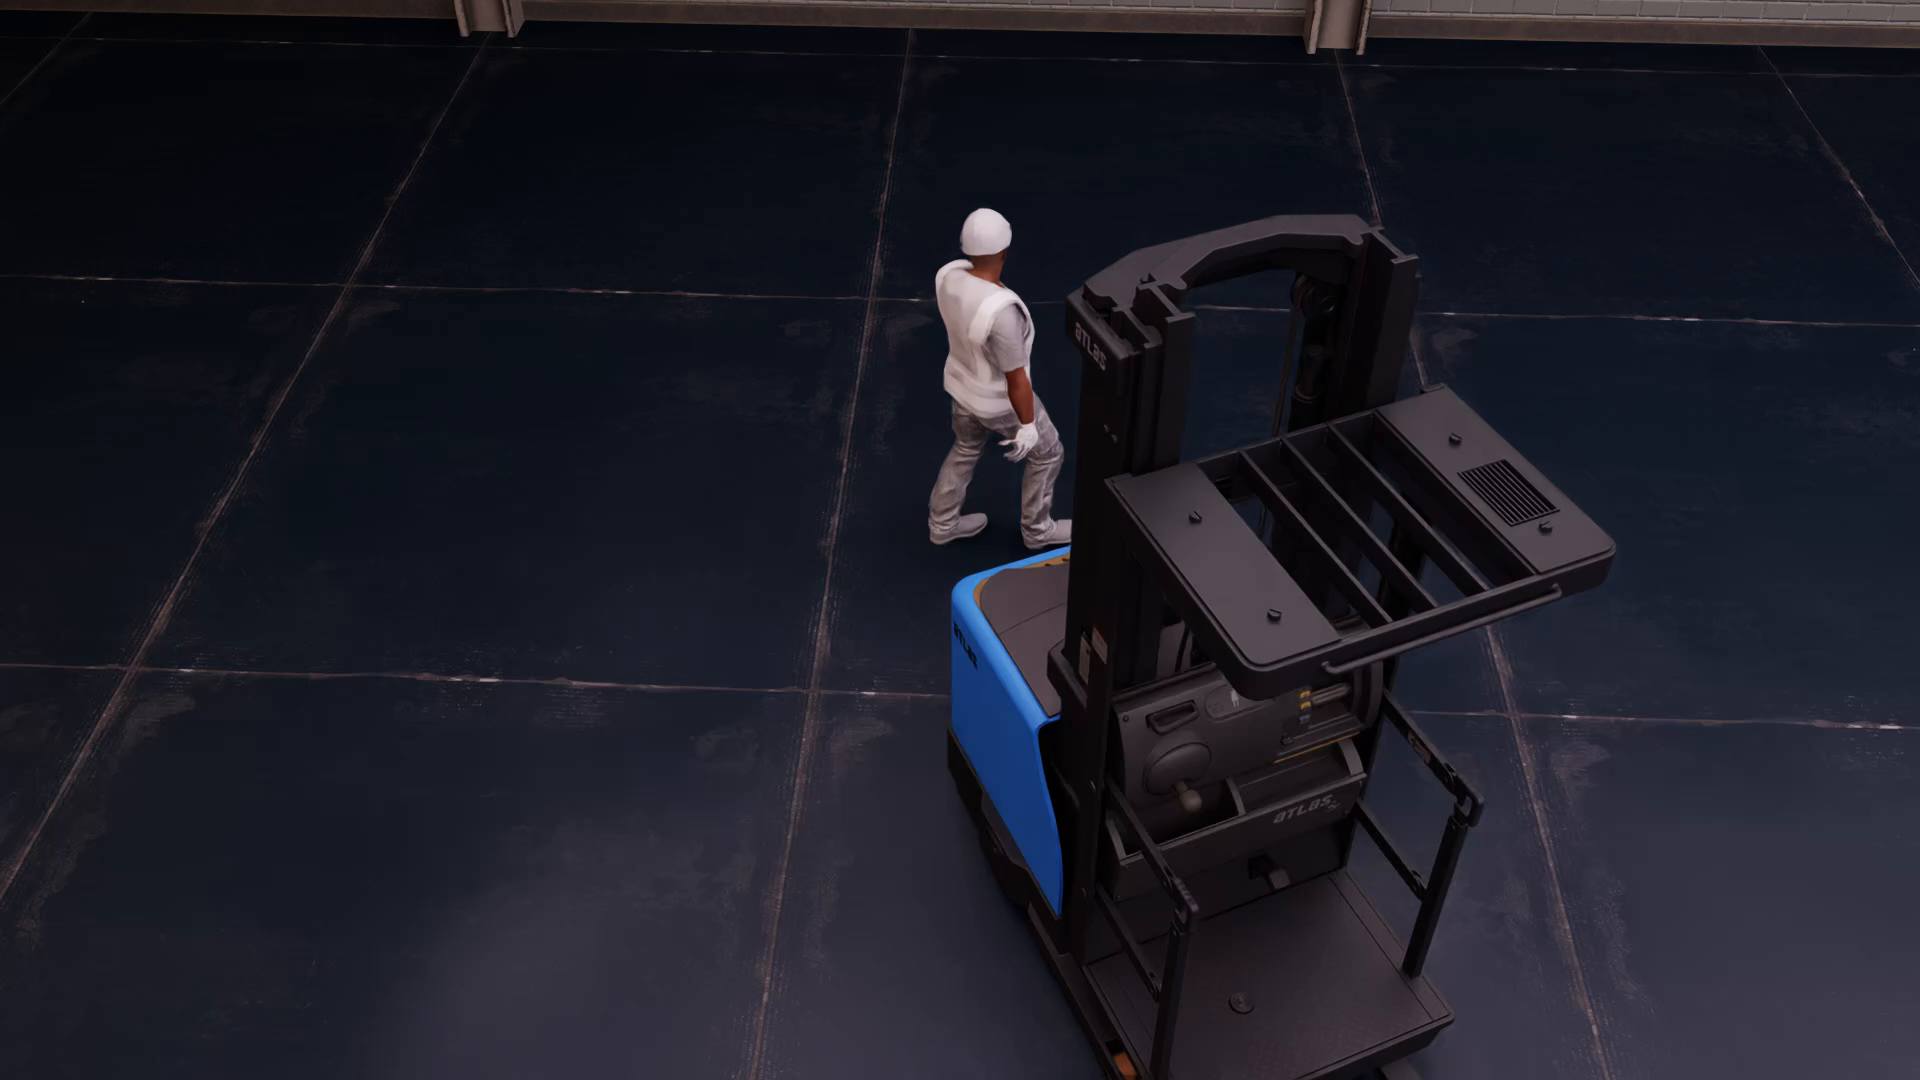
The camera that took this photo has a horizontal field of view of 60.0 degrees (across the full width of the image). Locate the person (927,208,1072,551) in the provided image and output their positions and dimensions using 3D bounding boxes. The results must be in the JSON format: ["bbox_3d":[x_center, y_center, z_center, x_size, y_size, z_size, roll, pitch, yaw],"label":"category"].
[{"bbox_3d":[0.182,-0.685,7.388,0.624,1.742,0.691,-27,49,-26],"label":"person"}]

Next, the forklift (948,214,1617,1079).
[{"bbox_3d":[0.998,0.643,5.038,1.130,2.935,3.031,-16,45,-17],"label":"forklift"}]
